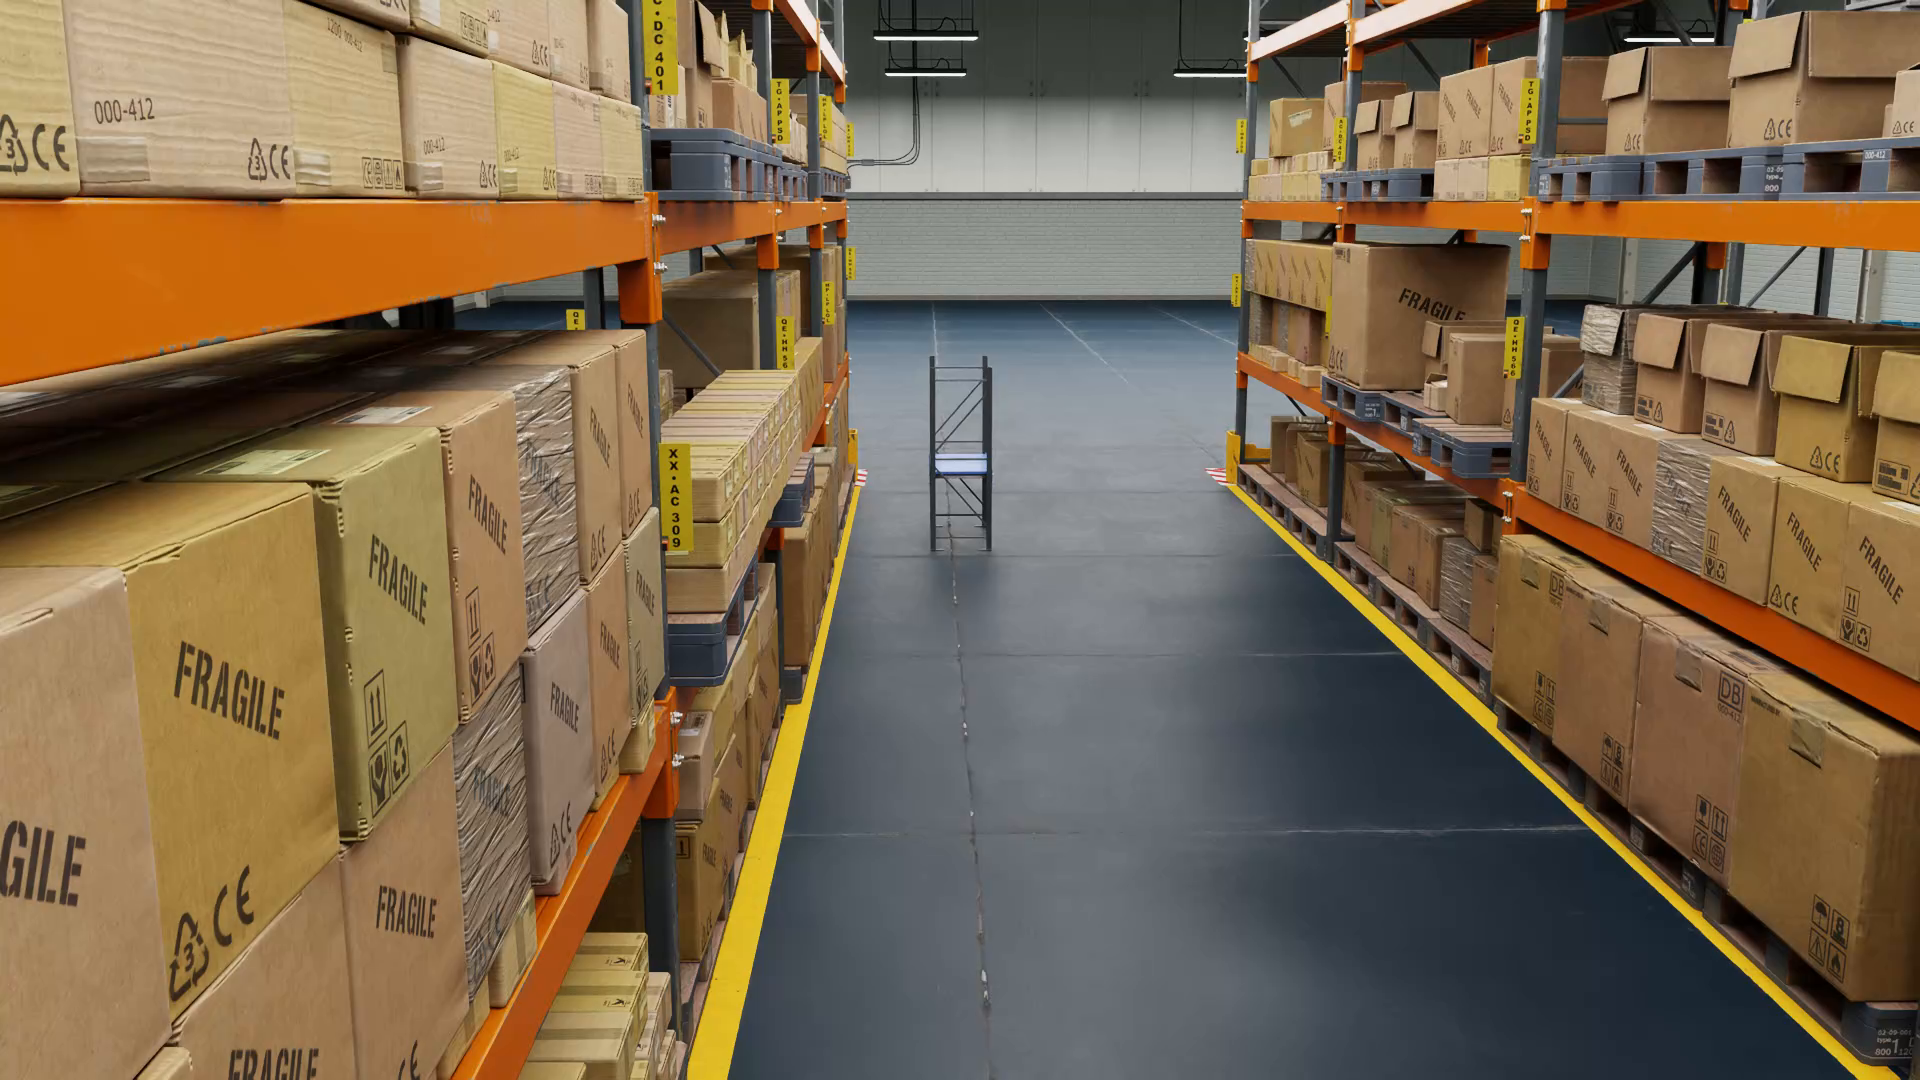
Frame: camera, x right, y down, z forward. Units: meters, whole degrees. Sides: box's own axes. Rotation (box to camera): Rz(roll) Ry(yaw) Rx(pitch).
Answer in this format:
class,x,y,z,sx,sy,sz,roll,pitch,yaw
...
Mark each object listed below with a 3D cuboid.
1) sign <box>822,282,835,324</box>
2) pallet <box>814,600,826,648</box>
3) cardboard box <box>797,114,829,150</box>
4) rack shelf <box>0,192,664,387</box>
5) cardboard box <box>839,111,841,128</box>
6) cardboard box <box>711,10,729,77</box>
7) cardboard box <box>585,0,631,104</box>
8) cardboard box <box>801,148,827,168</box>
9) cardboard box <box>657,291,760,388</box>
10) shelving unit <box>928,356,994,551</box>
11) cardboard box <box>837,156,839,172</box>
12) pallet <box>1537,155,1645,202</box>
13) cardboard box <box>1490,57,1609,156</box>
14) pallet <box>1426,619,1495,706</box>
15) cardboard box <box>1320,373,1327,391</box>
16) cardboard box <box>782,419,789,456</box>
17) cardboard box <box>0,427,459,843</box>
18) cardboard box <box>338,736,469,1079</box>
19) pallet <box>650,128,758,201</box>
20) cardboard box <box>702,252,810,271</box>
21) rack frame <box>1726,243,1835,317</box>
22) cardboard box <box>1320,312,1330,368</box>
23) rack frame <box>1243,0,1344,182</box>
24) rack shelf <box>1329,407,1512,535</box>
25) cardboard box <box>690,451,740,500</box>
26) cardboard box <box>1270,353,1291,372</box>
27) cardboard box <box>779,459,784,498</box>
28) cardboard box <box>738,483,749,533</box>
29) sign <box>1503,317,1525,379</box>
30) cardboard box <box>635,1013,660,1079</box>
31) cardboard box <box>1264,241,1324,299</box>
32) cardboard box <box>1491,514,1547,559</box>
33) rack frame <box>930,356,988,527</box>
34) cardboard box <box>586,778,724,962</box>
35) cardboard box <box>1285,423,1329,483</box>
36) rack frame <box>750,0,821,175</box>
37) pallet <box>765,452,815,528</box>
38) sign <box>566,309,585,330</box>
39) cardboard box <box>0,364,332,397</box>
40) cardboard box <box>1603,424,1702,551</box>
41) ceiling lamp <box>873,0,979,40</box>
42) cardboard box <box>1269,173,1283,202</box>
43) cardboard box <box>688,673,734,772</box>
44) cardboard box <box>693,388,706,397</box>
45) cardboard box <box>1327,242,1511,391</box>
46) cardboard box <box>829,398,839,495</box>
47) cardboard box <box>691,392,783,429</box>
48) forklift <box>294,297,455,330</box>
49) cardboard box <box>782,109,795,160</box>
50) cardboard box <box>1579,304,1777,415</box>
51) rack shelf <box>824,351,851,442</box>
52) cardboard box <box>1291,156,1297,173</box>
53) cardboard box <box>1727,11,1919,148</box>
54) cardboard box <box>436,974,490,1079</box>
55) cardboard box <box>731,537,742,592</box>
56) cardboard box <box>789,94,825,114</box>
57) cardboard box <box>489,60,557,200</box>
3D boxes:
class,x,y,z,sx,sy,sz,roll,pitch,yaw
sign,-1.016,-1.822,12.784,0.100,0.325,0.005,0,11,-1
pallet,-1.439,0.473,11.195,1.003,0.211,1.213,0,11,-1
cardboard box,-1.289,-3.185,12.991,0.500,0.250,0.500,0,11,-1
rack shelf,-1.352,-0.419,2.845,1.077,0.370,4.000,0,11,-1
cardboard box,-1.275,-3.810,15.068,0.380,0.149,0.250,0,11,-1
cardboard box,-1.160,-2.054,6.916,0.396,0.266,0.258,0,11,-1
cardboard box,-1.129,-1.250,4.252,0.500,0.250,0.500,-1,11,-4
cardboard box,-1.226,-2.965,12.909,0.380,0.149,0.250,0,11,-2
cardboard box,-1.475,-1.123,9.282,0.700,0.500,0.500,0,11,-1
shelving unit,-0.002,-0.752,13.994,0.538,1.500,1.048,0,11,-1
cardboard box,-1.264,-3.318,14.651,0.380,0.149,0.250,0,11,0
pallet,3.552,-1.744,8.043,1.213,0.211,1.003,0,11,1
cardboard box,3.225,-2.352,9.057,0.500,0.500,0.500,0,11,0
pallet,3.471,0.717,9.995,1.003,0.211,1.213,0,11,-1
cardboard box,3.109,-1.258,13.347,0.380,0.149,0.250,0,11,-1
cardboard box,-0.990,-0.471,7.666,0.380,0.149,0.250,0,11,-1
cardboard box,-1.059,0.117,2.423,0.500,0.500,0.500,0,11,-2
cardboard box,-1.077,0.607,2.523,0.500,0.500,0.500,0,11,0
pallet,-1.299,-1.200,5.359,1.213,0.211,1.003,0,11,-1
cardboard box,-1.659,-2.074,13.647,0.875,0.550,0.550,0,11,-1
rack frame,8.272,-2.105,16.891,1.000,3.000,0.127,0,11,-1
cardboard box,3.480,-1.674,13.765,0.875,0.500,0.500,0,11,-1
rack frame,3.320,-5.025,16.195,1.000,3.000,0.127,0,11,-1
rack shelf,3.444,-0.540,10.984,1.077,0.370,4.000,0,11,-1
cardboard box,-0.953,-0.209,5.624,0.380,0.149,0.250,0,11,0
cardboard box,3.022,-1.605,15.060,0.380,0.149,0.250,0,11,-1
cardboard box,-0.988,-0.277,7.457,0.380,0.149,0.250,-1,11,-4
cardboard box,-0.954,-0.111,5.888,0.380,0.149,0.250,0,11,0
sign,2.943,-1.019,8.825,0.100,0.325,0.005,0,11,-1
cardboard box,-1.051,1.461,4.677,0.380,0.149,0.250,-1,11,-4
cardboard box,3.074,-2.460,15.128,0.500,0.500,0.500,0,11,-1
cardboard box,3.441,0.014,9.739,0.500,0.250,0.500,0,11,1
rack frame,-0.012,-0.853,14.492,0.500,1.500,0.032,0,11,-1
cardboard box,-1.143,1.172,5.968,0.500,0.500,0.500,0,11,1
cardboard box,3.363,-0.823,15.801,0.500,0.500,0.500,3,12,14
rack frame,-1.558,-4.230,12.274,1.000,3.000,0.127,0,11,-1
pallet,-1.354,-0.259,8.274,1.213,0.211,1.003,0,11,-1
sign,-2.031,-1.059,8.822,0.100,0.325,0.005,0,11,-1
cardboard box,-1.622,-0.090,3.444,0.500,0.500,0.500,0,11,0
cardboard box,3.250,-0.241,7.454,0.500,0.500,0.500,0,11,-2
ceiling lamp,-0.652,-11.116,31.537,2.000,3.185,0.800,0,11,-1
cardboard box,3.095,-3.184,15.040,0.500,0.250,0.500,0,11,-1
cardboard box,-1.158,0.699,6.415,0.500,0.250,0.500,0,11,0
cardboard box,-1.215,-0.634,9.387,0.500,0.500,0.500,0,11,-1
cardboard box,3.279,-1.631,11.989,1.000,1.000,1.000,0,11,-1
cardboard box,-1.524,-0.758,14.541,0.875,0.875,0.875,0,11,-1
cardboard box,-0.991,-0.570,7.404,0.380,0.149,0.250,0,11,-1
forklift,-4.217,-0.920,11.223,3.031,2.935,1.130,4,12,21
cardboard box,-1.292,-2.522,10.318,0.500,0.311,0.500,0,11,-2
cardboard box,3.484,-0.890,8.126,0.797,0.503,0.637,0,11,1
rack shelf,-1.600,-1.334,14.902,1.077,0.370,4.000,0,11,-1
cardboard box,3.139,-3.313,14.675,0.380,0.149,0.250,0,11,-2
cardboard box,3.549,-1.815,6.601,0.797,0.503,0.637,0,11,-2
cardboard box,-1.073,0.843,2.989,0.380,0.149,0.250,0,11,1
cardboard box,-0.953,0.083,5.682,0.380,0.149,0.250,0,11,0
cardboard box,-1.226,-3.356,12.830,0.380,0.149,0.250,0,11,-1
cardboard box,-1.103,-0.799,3.286,0.500,0.250,0.500,0,11,-2
